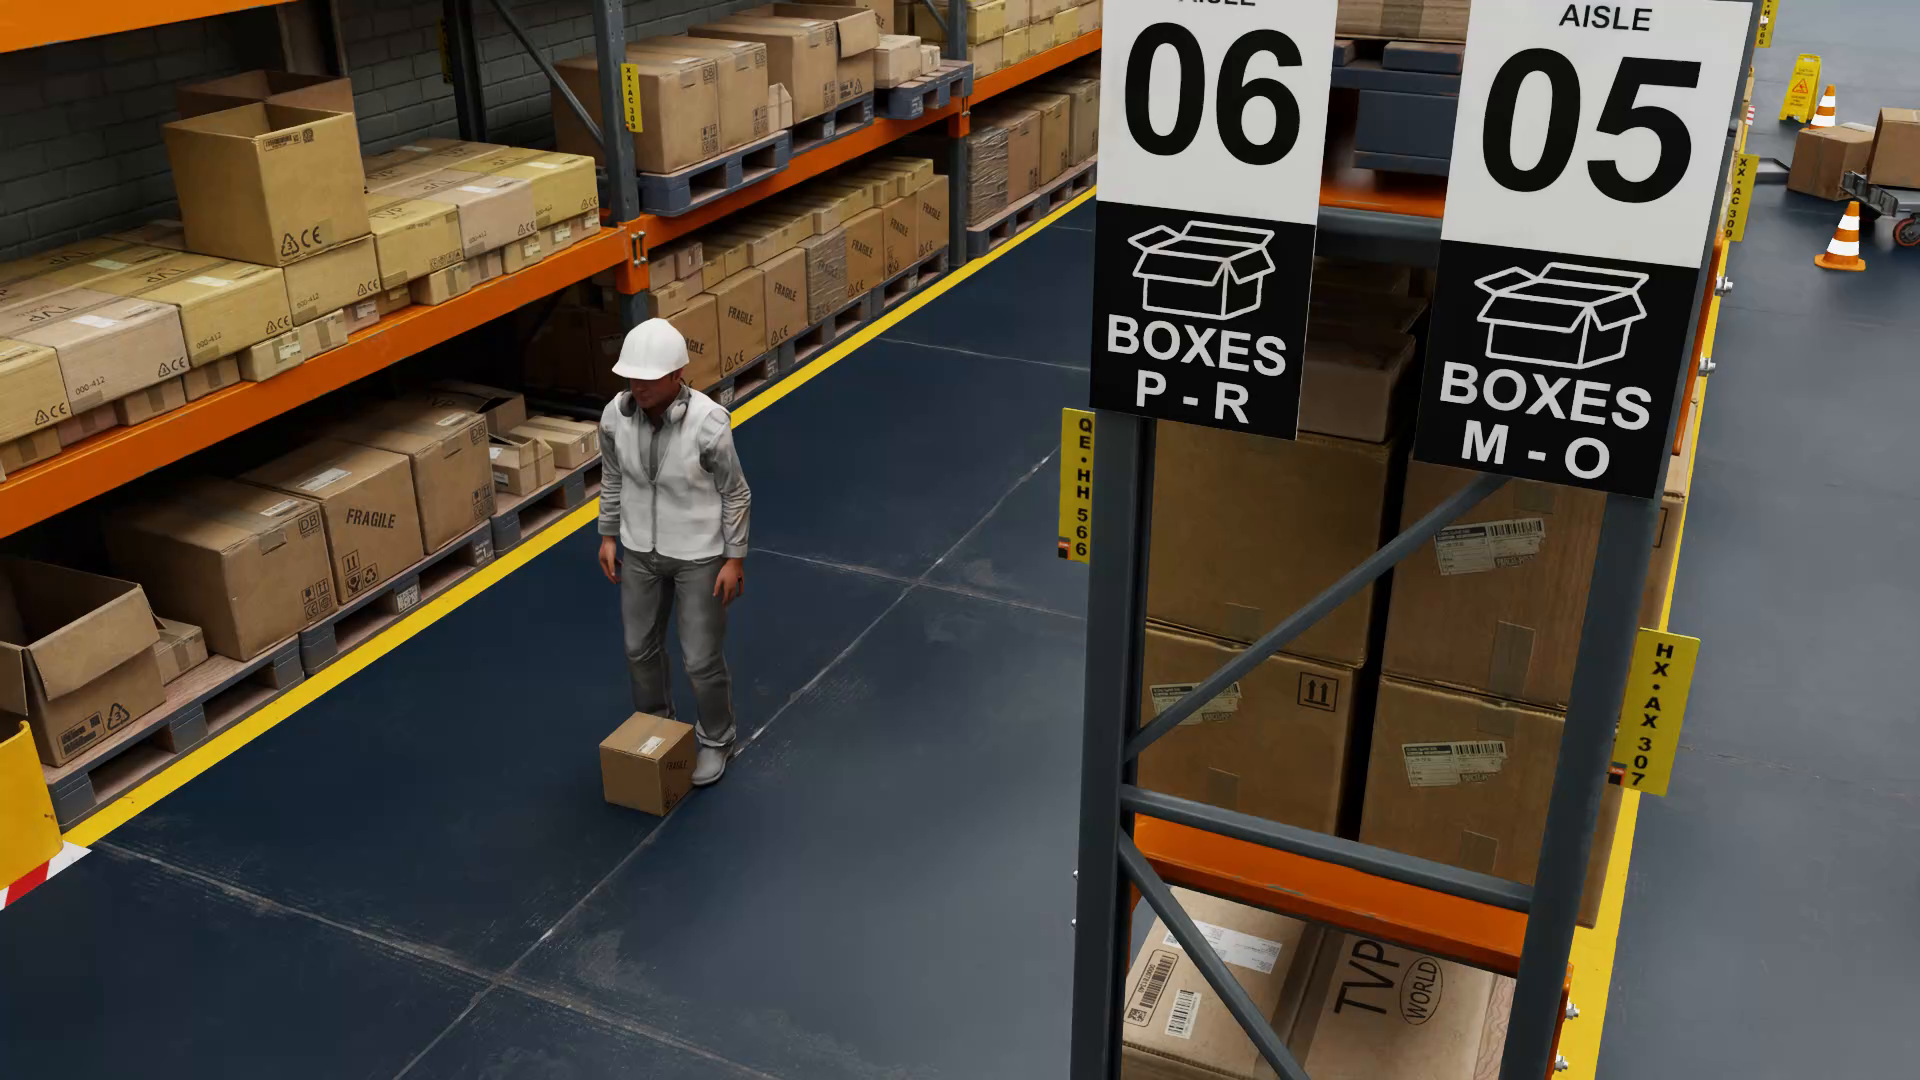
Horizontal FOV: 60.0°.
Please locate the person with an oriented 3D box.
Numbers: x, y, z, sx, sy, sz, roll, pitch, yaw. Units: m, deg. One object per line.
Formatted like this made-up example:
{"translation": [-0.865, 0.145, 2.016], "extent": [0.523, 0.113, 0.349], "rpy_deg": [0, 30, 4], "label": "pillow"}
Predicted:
{"translation": [-1.035, 0.036, 6.007], "extent": [0.594, 1.772, 0.460], "rpy_deg": [10, 28, 19], "label": "person"}
